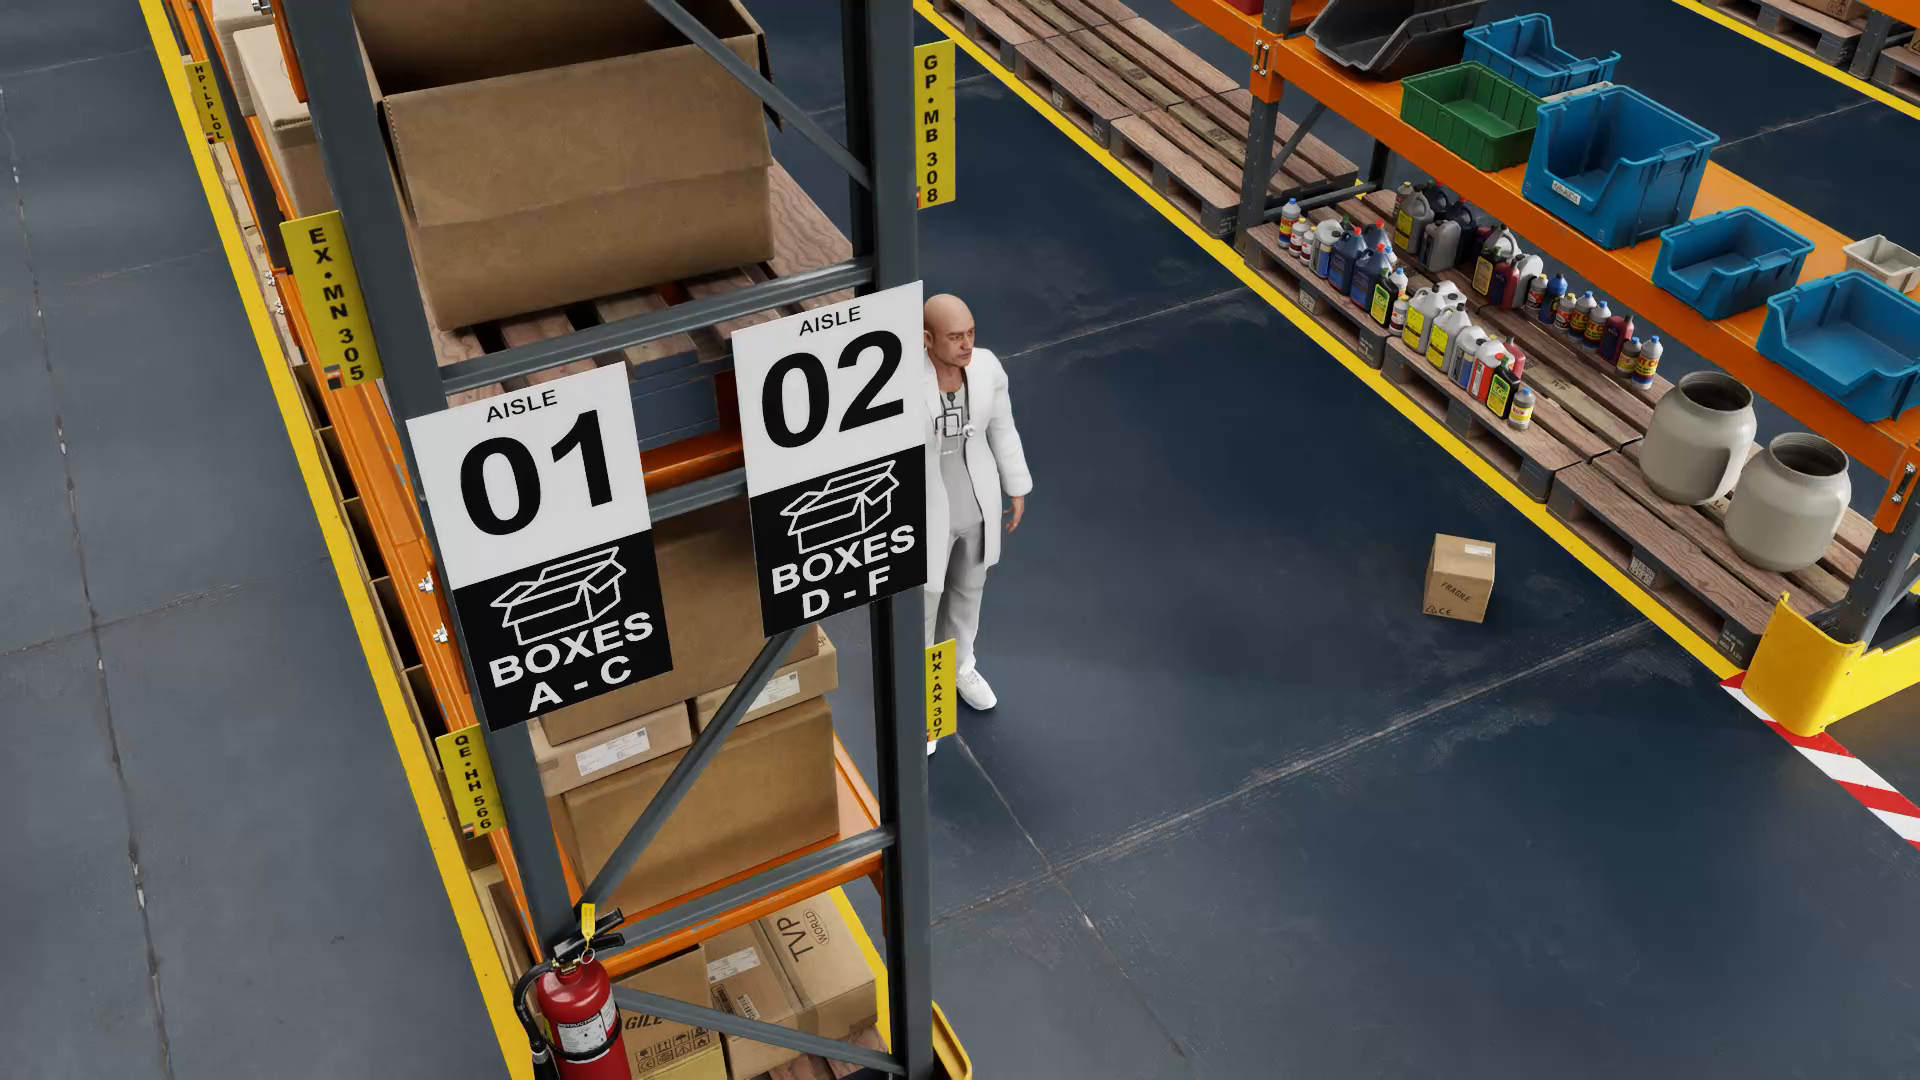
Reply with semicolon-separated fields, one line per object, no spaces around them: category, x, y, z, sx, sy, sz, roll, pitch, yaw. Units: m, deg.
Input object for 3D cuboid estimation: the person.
person;-0.008;-0.029;6.249;0.698;1.700;0.578;-19;44;-20
